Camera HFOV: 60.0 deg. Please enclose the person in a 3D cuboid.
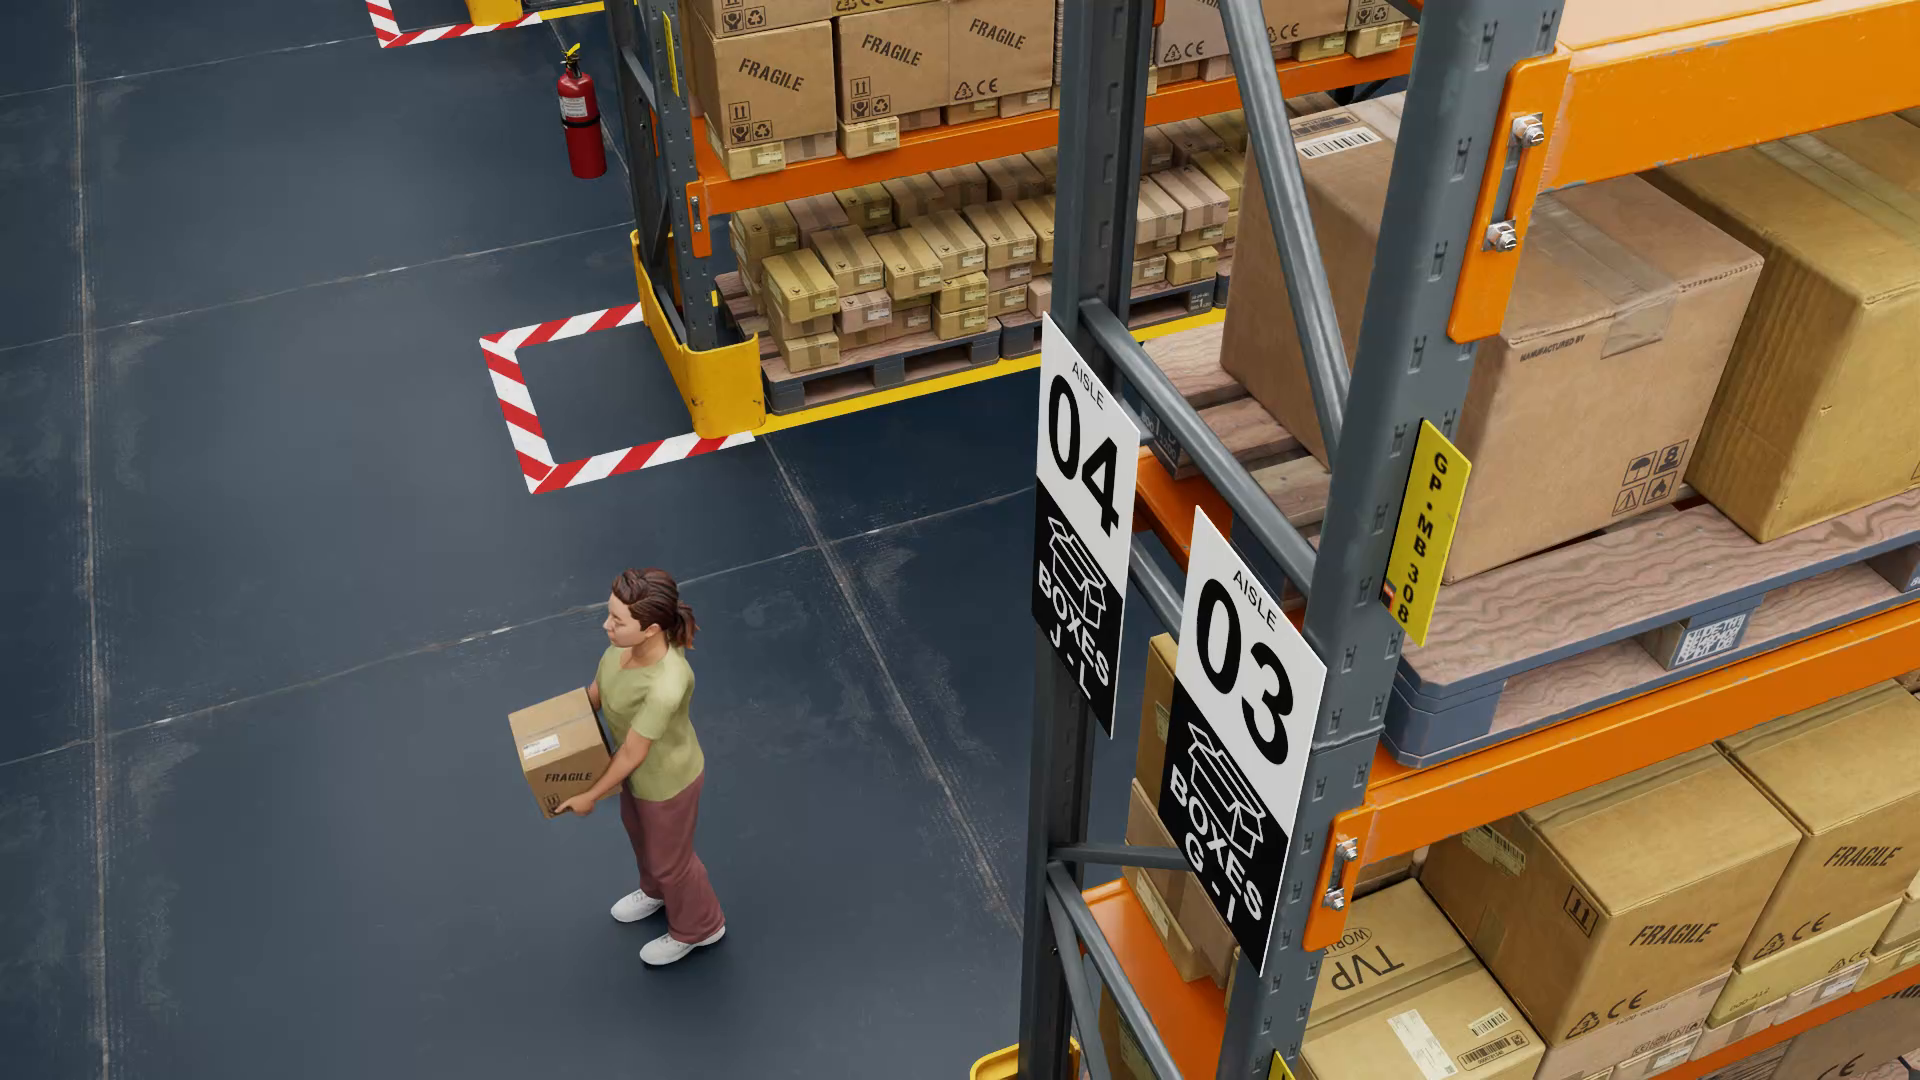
[{"bbox_3d":[-1.042,0.748,5.336,0.548,1.667,0.421,-15,44,-16],"label":"person"}]
